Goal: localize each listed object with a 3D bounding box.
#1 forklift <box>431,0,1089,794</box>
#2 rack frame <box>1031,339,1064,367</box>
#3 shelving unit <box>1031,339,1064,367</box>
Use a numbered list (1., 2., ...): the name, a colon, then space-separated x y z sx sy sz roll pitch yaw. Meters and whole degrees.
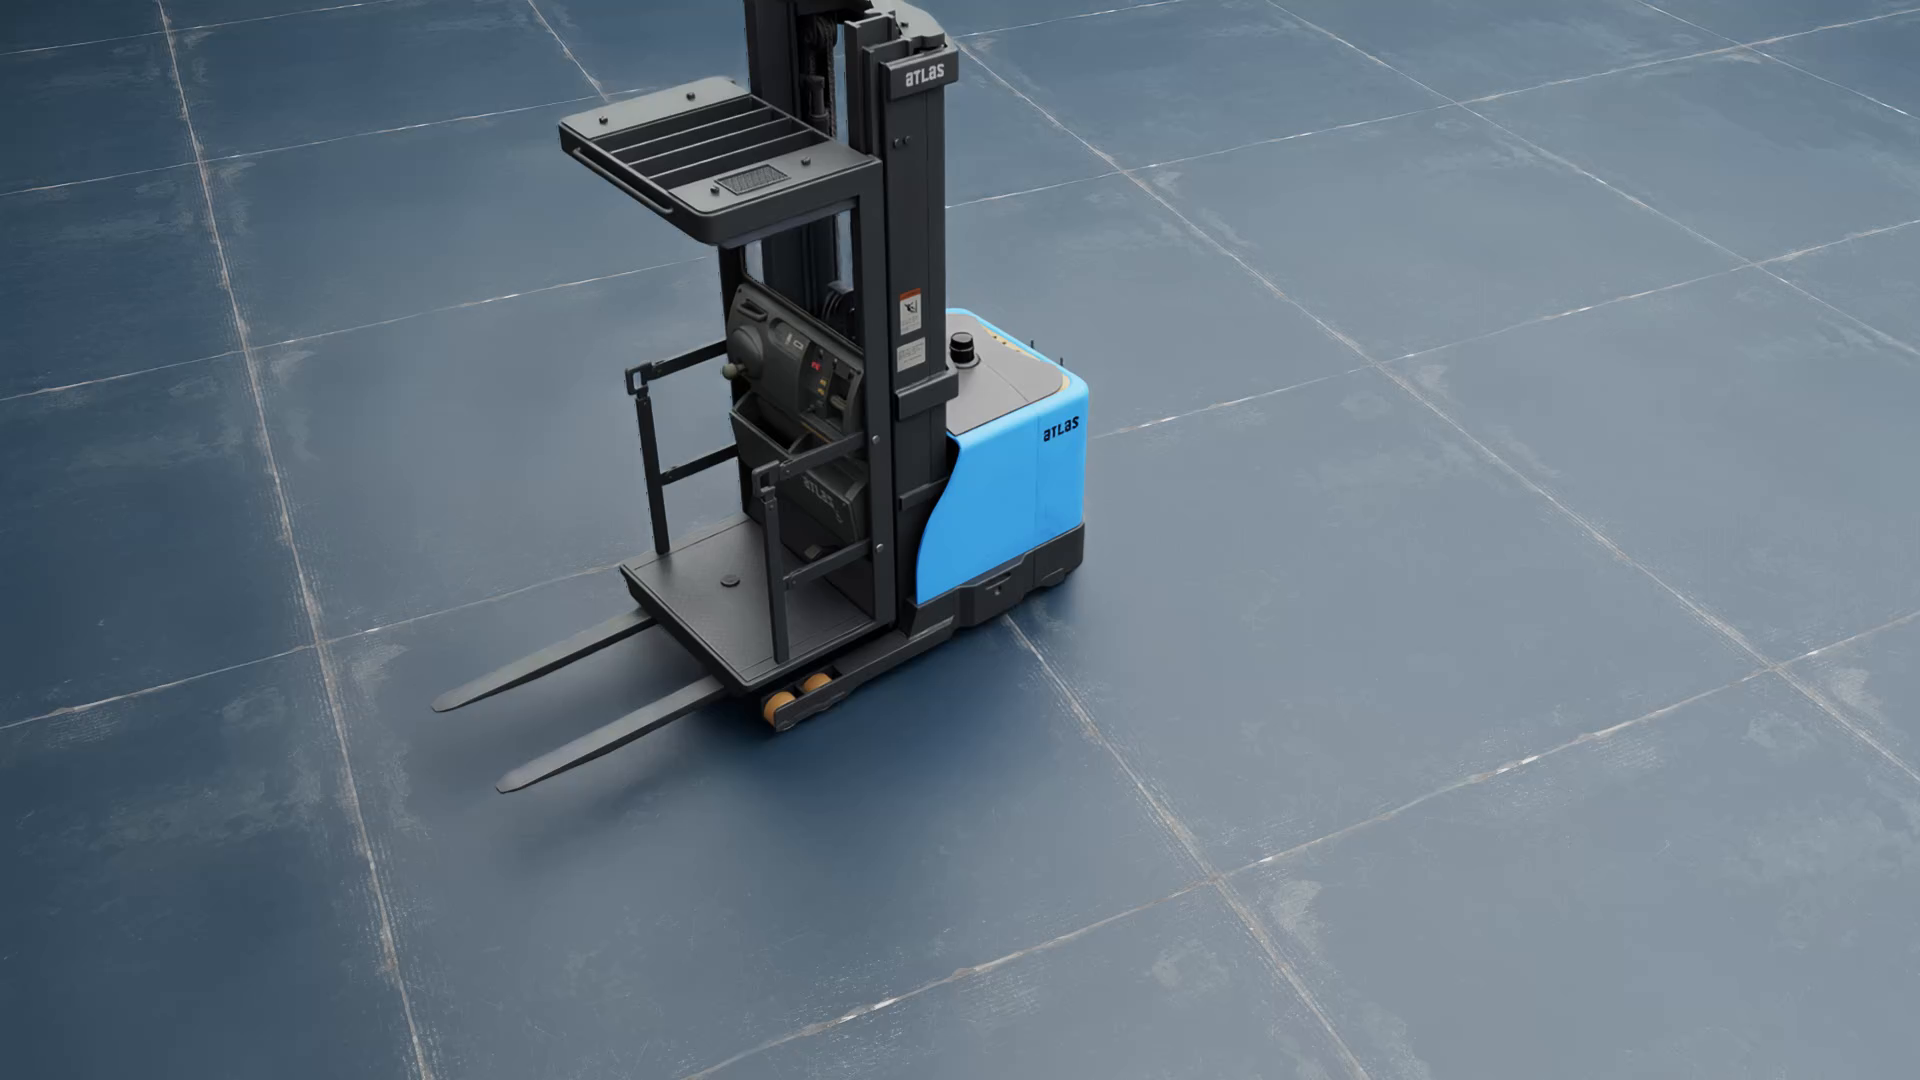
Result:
1. forklift: -0.863 -0.703 6.881 3.031 2.935 1.130 -25 44 -30
2. rack frame: 0.427 -0.574 8.412 0.006 0.900 0.240 -25 44 -30
3. shelving unit: 0.347 -0.536 8.361 0.210 0.900 0.258 -25 44 -30
